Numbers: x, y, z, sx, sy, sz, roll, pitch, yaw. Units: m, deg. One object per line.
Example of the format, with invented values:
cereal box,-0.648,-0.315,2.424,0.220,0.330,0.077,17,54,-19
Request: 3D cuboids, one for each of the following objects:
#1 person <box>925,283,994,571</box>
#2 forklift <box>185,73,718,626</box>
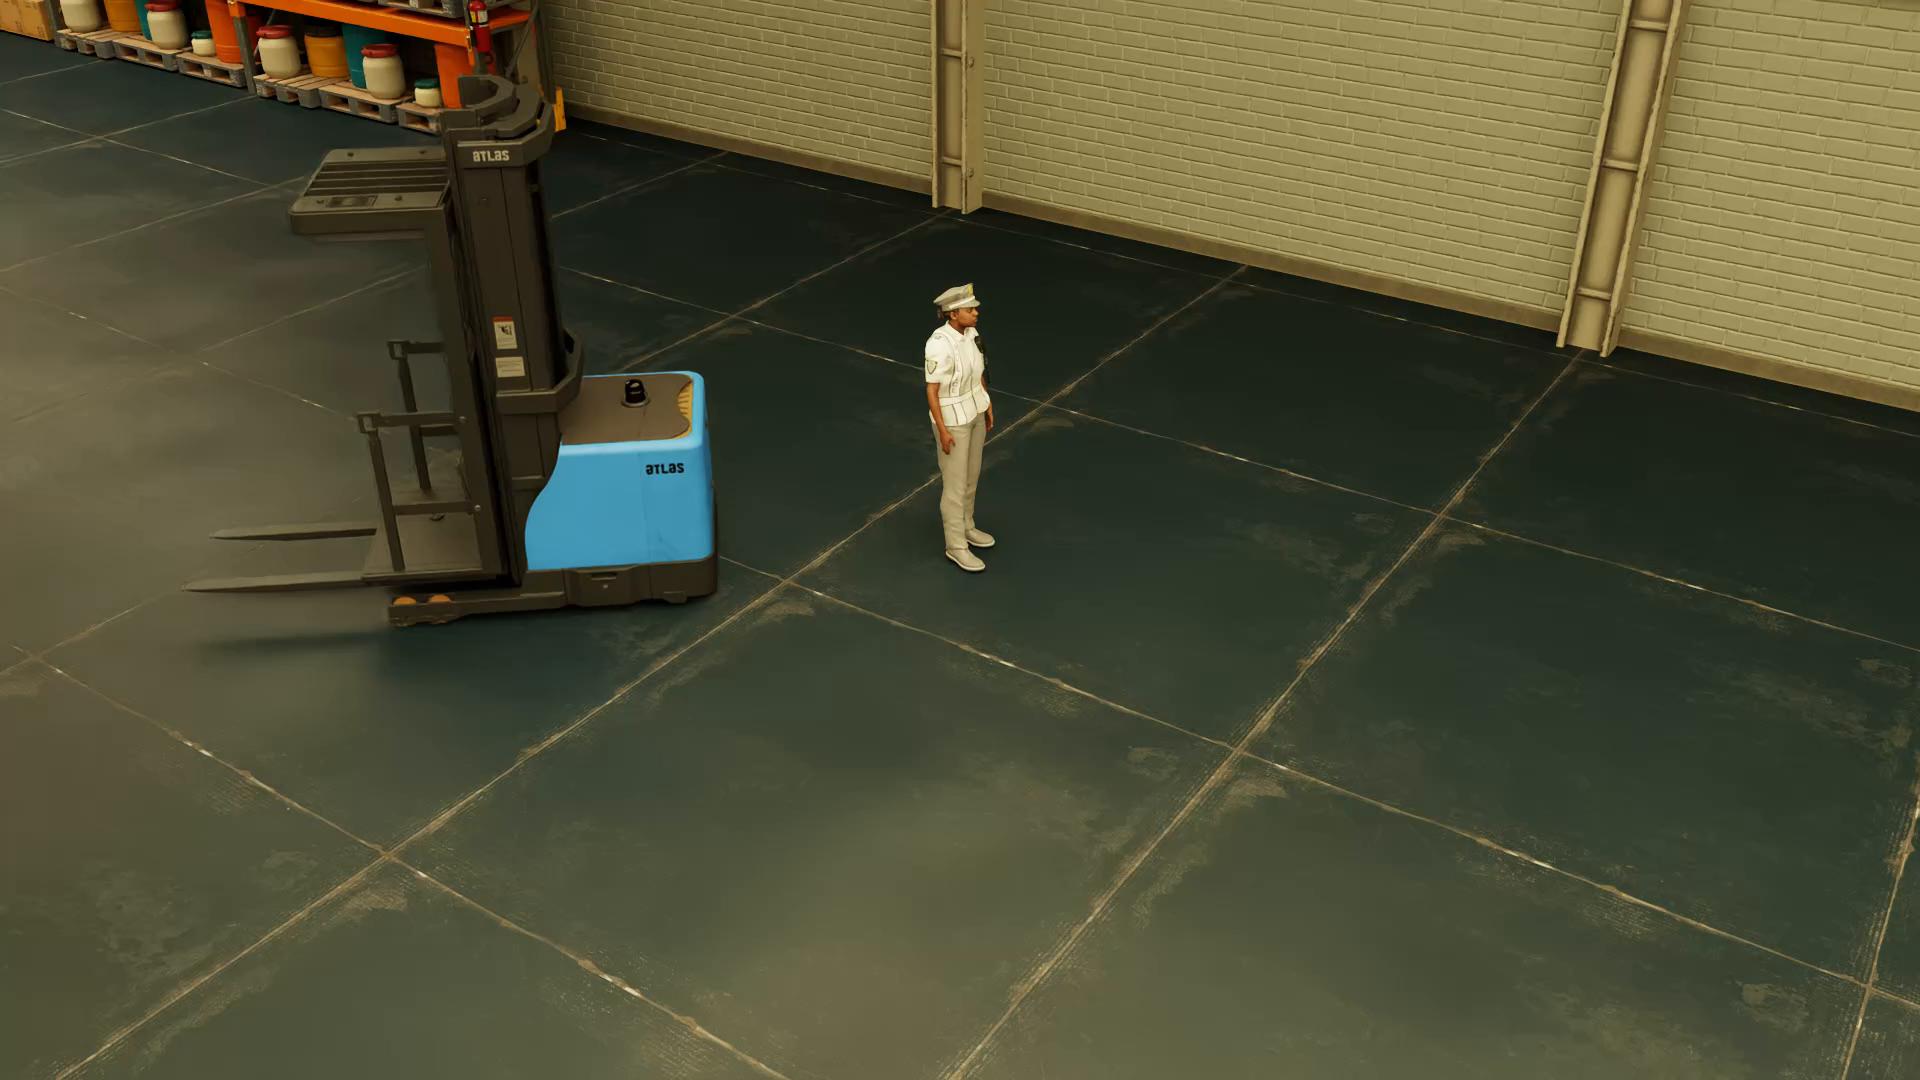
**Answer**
person,0.051,-0.710,10.020,0.528,1.695,0.569,19,35,29
forklift,-2.997,-1.049,9.388,3.031,2.935,1.130,-4,30,-6
